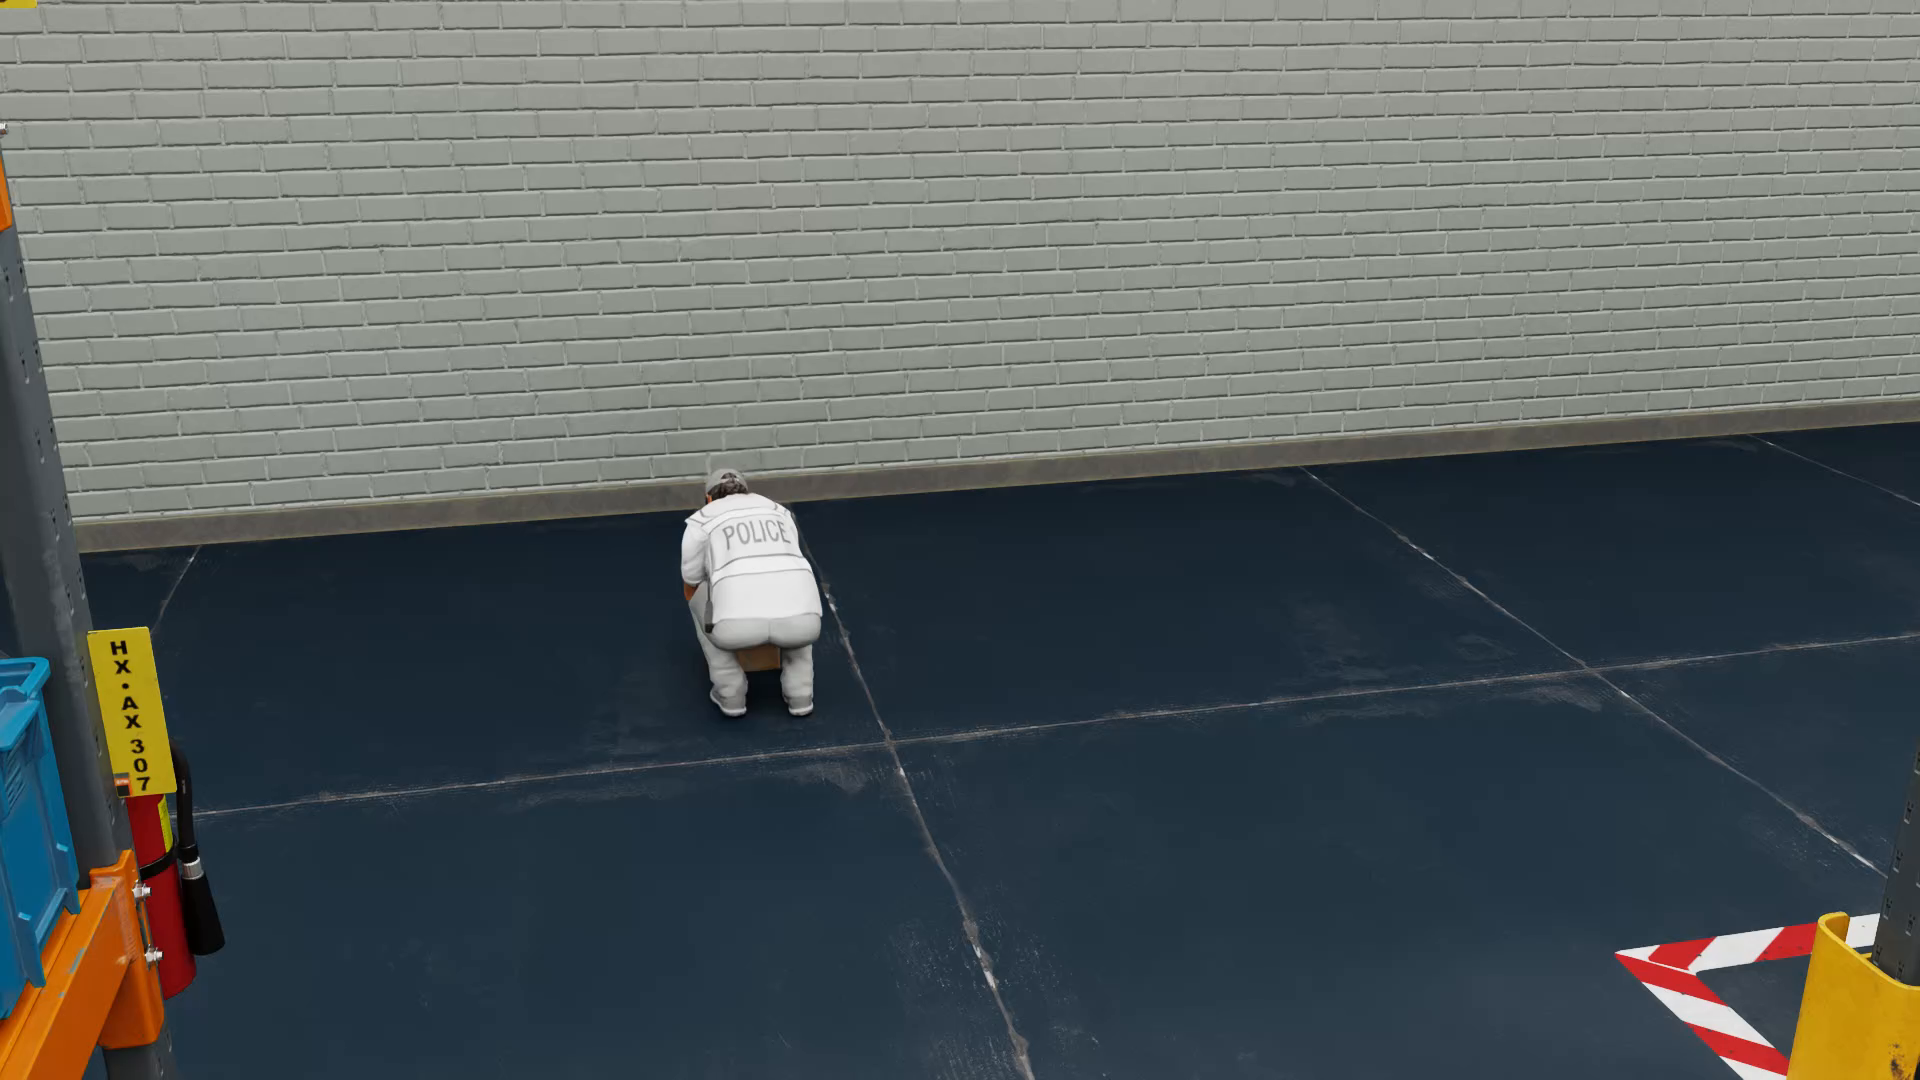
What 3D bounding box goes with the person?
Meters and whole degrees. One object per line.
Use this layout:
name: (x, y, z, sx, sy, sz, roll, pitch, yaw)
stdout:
person: (-0.829, 0.225, 6.623, 0.525, 0.875, 0.861, -5, 20, -13)
